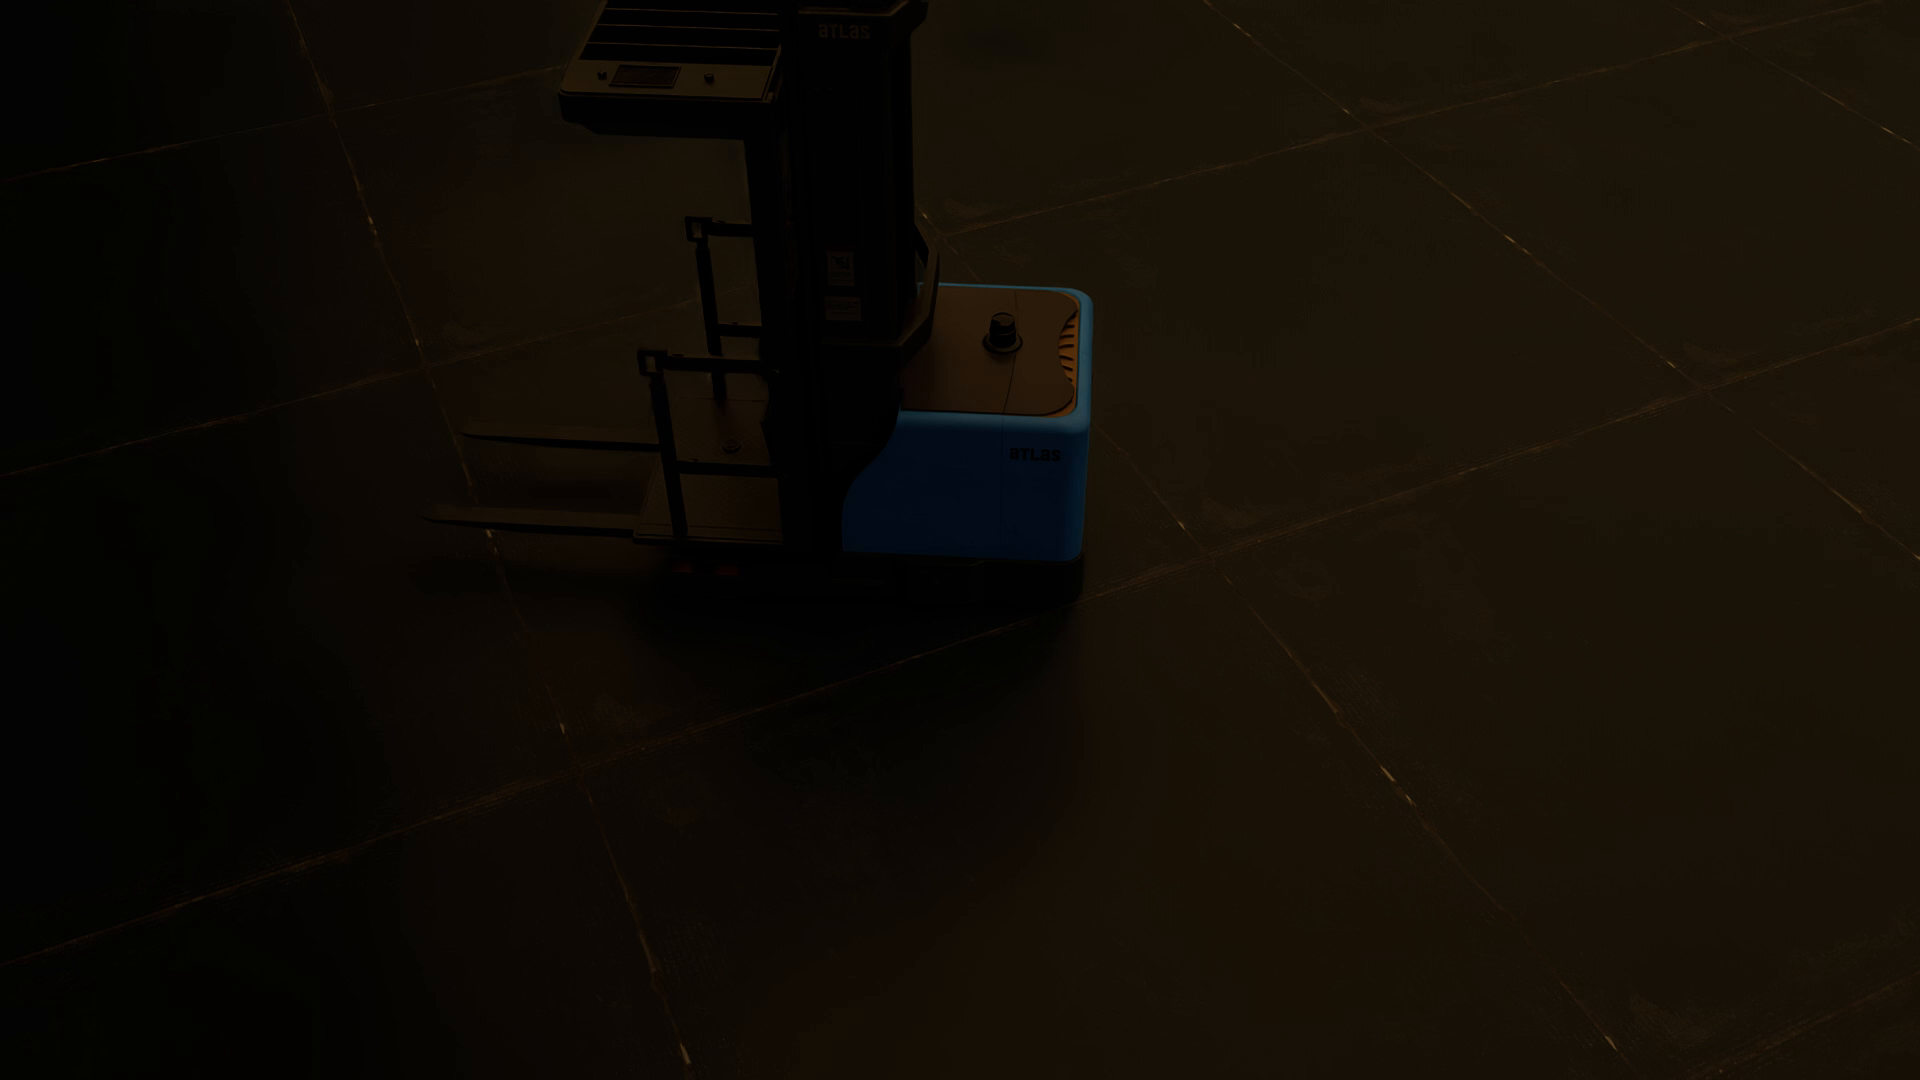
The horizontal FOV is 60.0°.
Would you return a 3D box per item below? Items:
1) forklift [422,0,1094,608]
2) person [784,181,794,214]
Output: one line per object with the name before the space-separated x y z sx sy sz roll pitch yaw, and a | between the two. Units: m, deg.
forklift | -0.932 -1.164 6.927 3.031 2.935 1.130 3 43 3
person | -0.605 -1.105 7.920 0.571 1.504 0.769 -21 47 -21
